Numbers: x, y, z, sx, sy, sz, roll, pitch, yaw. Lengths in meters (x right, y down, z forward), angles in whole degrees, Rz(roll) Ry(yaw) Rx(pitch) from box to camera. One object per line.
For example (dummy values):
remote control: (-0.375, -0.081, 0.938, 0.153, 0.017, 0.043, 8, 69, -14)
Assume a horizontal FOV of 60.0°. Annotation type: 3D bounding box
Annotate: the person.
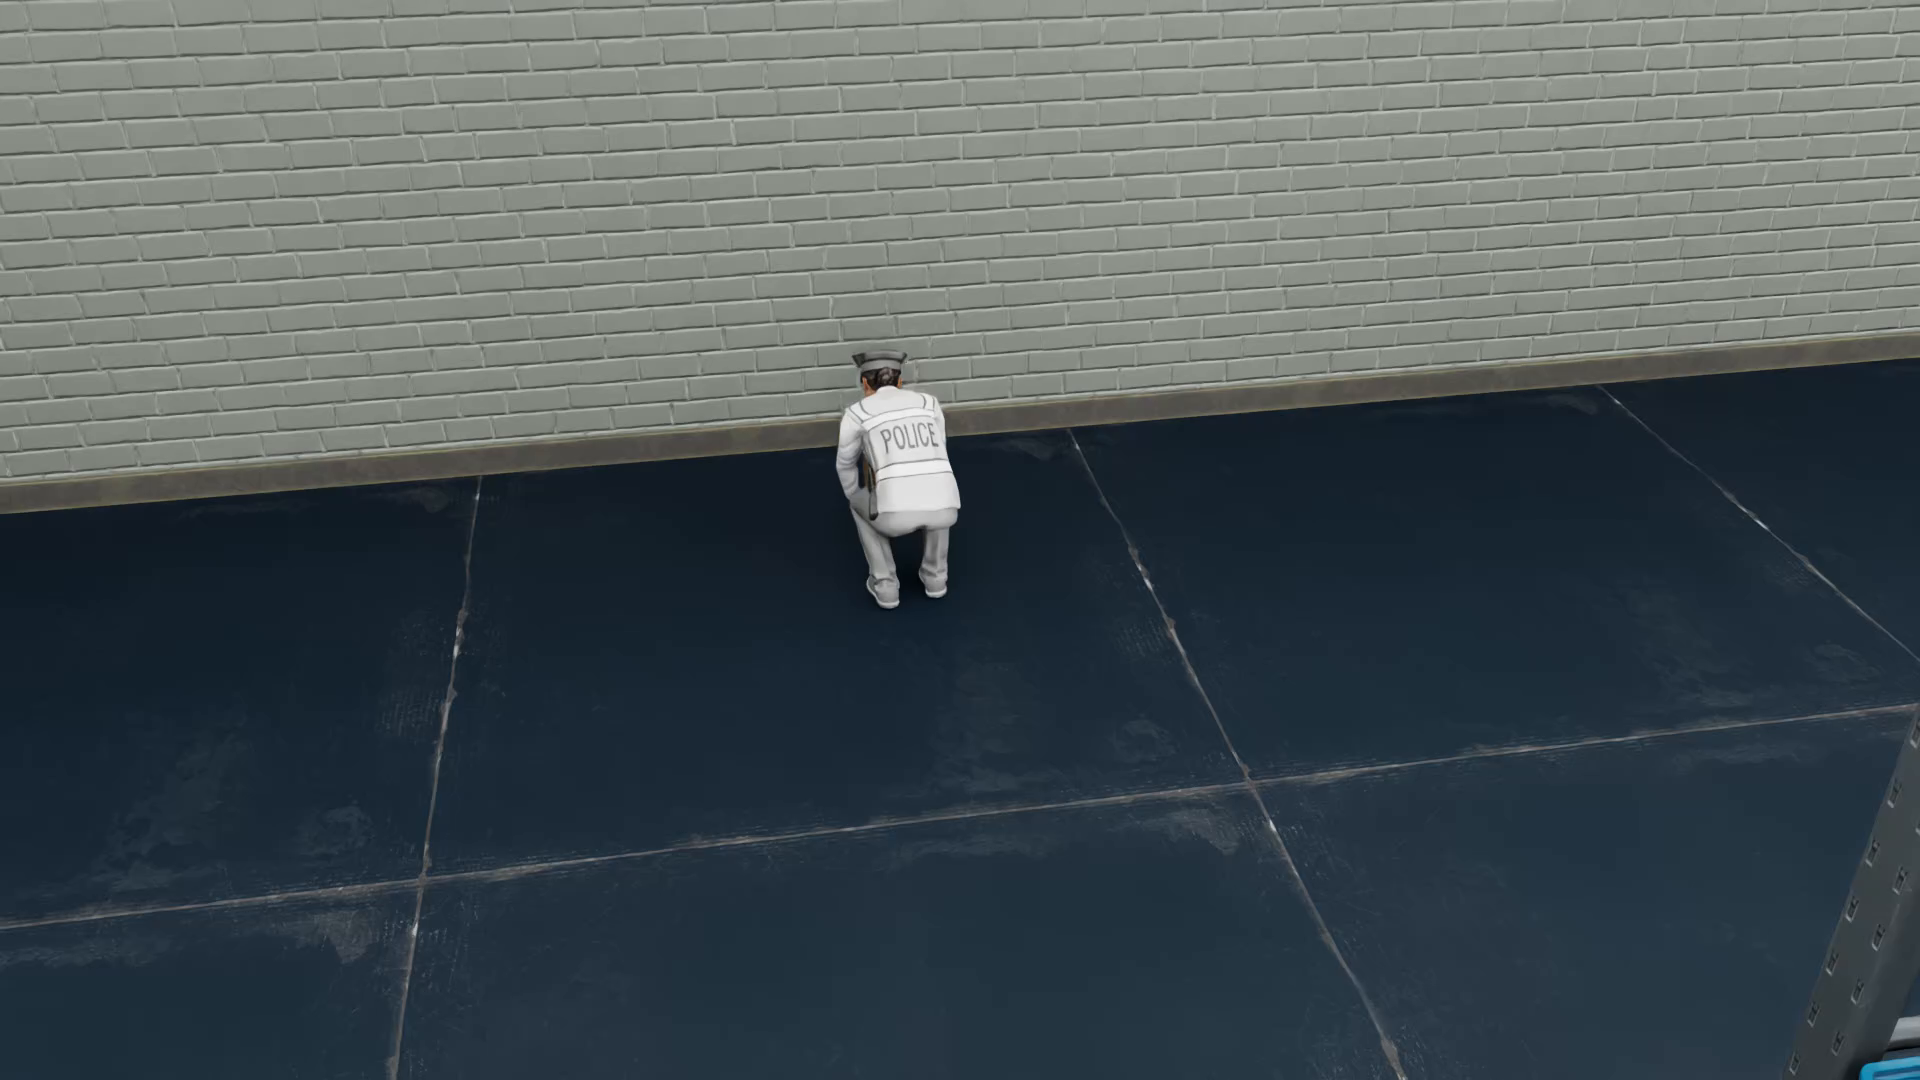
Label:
person: (-0.272, -0.263, 7.190, 0.497, 1.036, 0.819, -5, 31, -9)
